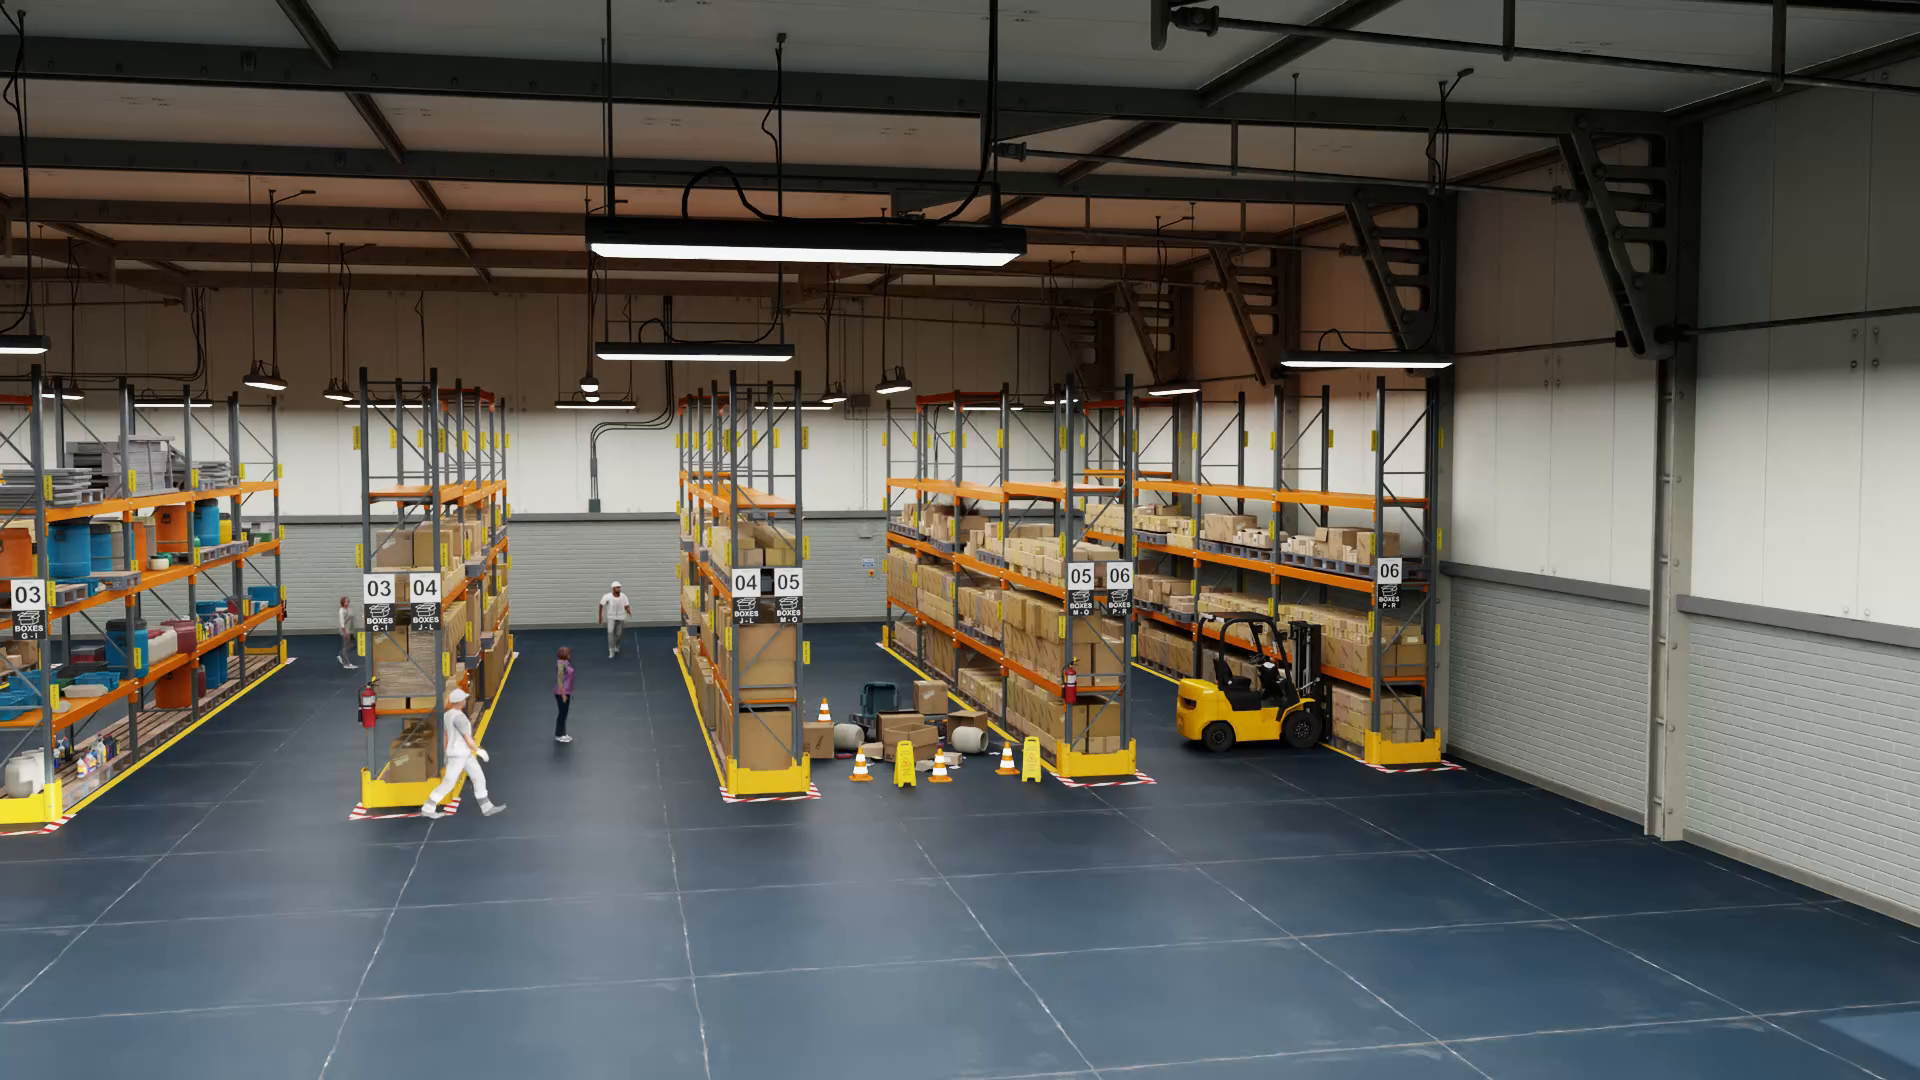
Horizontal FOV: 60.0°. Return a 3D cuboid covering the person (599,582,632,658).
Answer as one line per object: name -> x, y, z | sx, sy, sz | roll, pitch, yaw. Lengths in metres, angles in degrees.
person -> -8.046, 1.839, 38.823 | 0.751, 1.745, 1.003 | -1, 3, -12

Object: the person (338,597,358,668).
person -> -13.423, 2.027, 36.398 | 0.435, 1.594, 0.448 | -1, 3, -10

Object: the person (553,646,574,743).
person -> -6.599, 2.559, 27.672 | 0.361, 1.601, 0.472 | 0, 3, 7

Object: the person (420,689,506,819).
person -> -6.566, 2.827, 21.934 | 1.077, 1.741, 0.515 | -1, 3, -8
